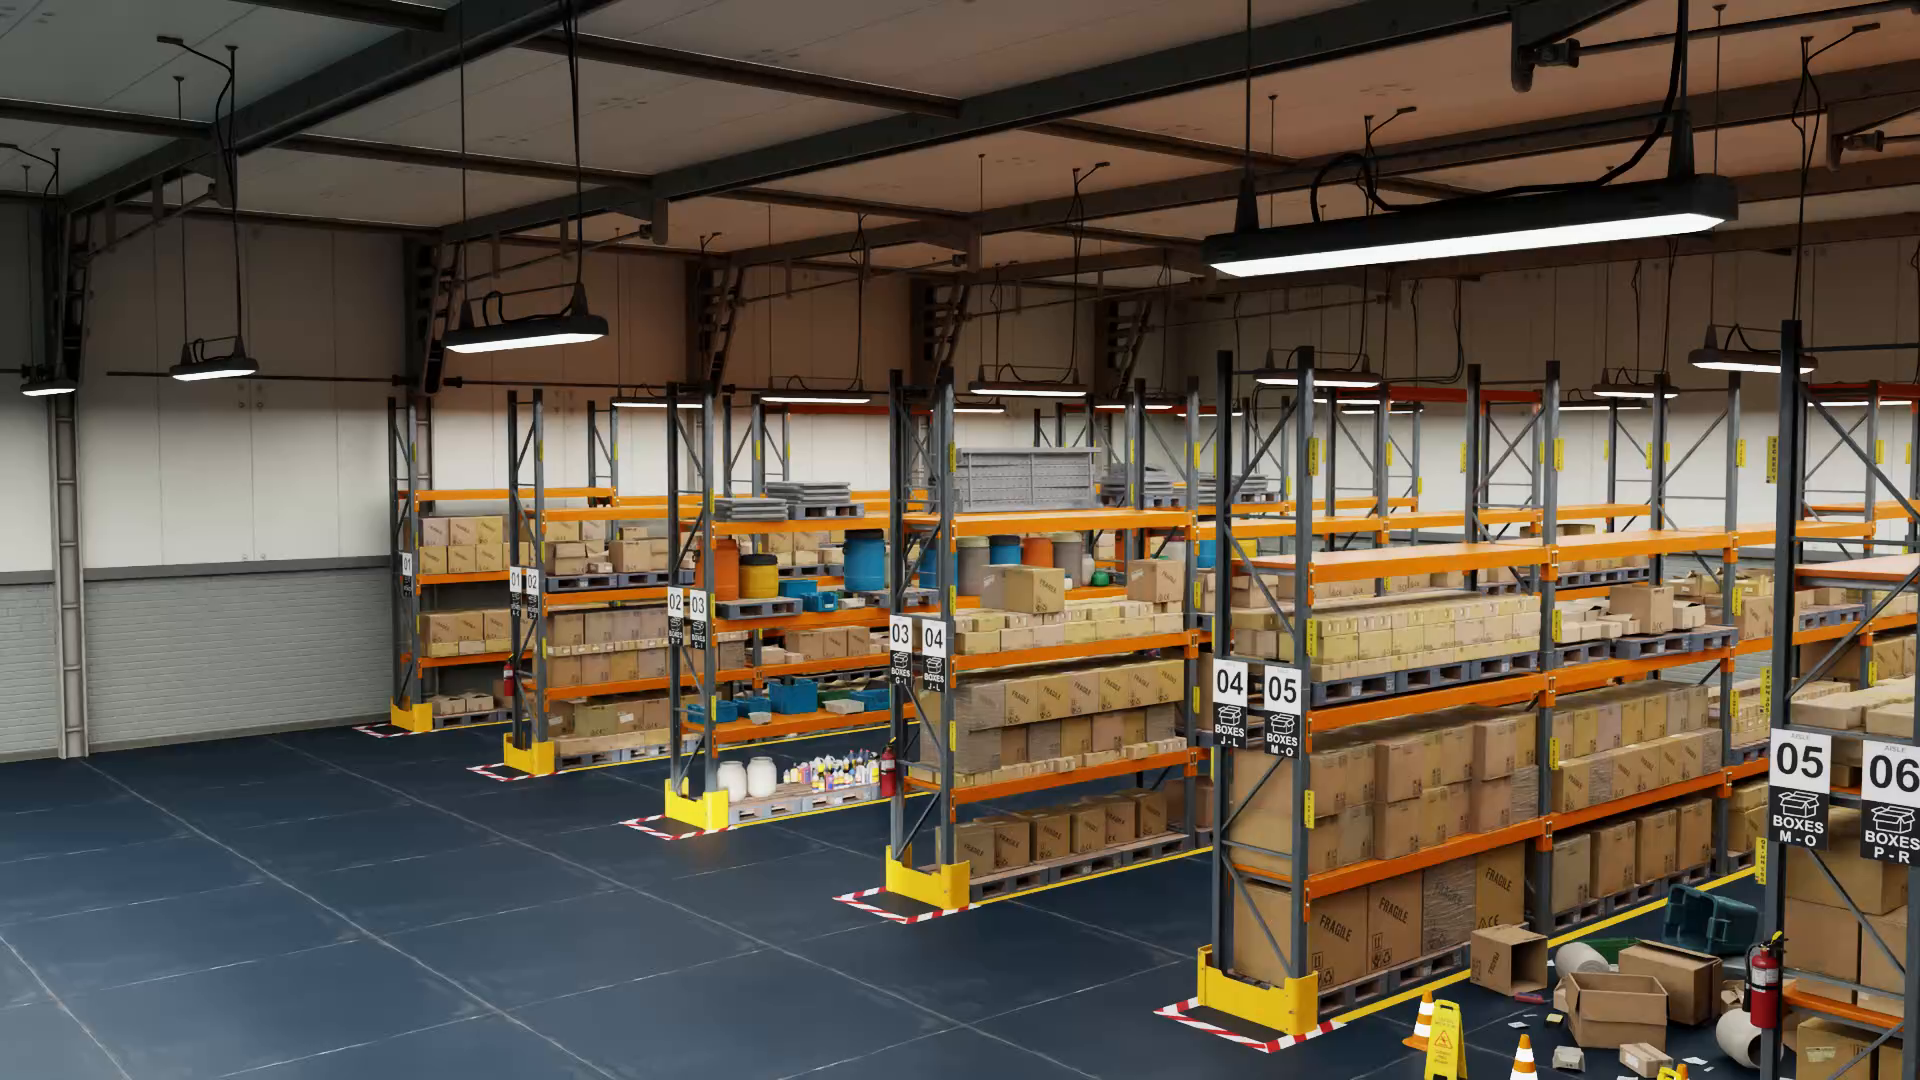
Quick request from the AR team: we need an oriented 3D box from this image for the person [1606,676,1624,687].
[{"bbox_3d":[9.985,2.843,25.605,0.952,1.628,0.588,-3,5,-44],"label":"person"}]
